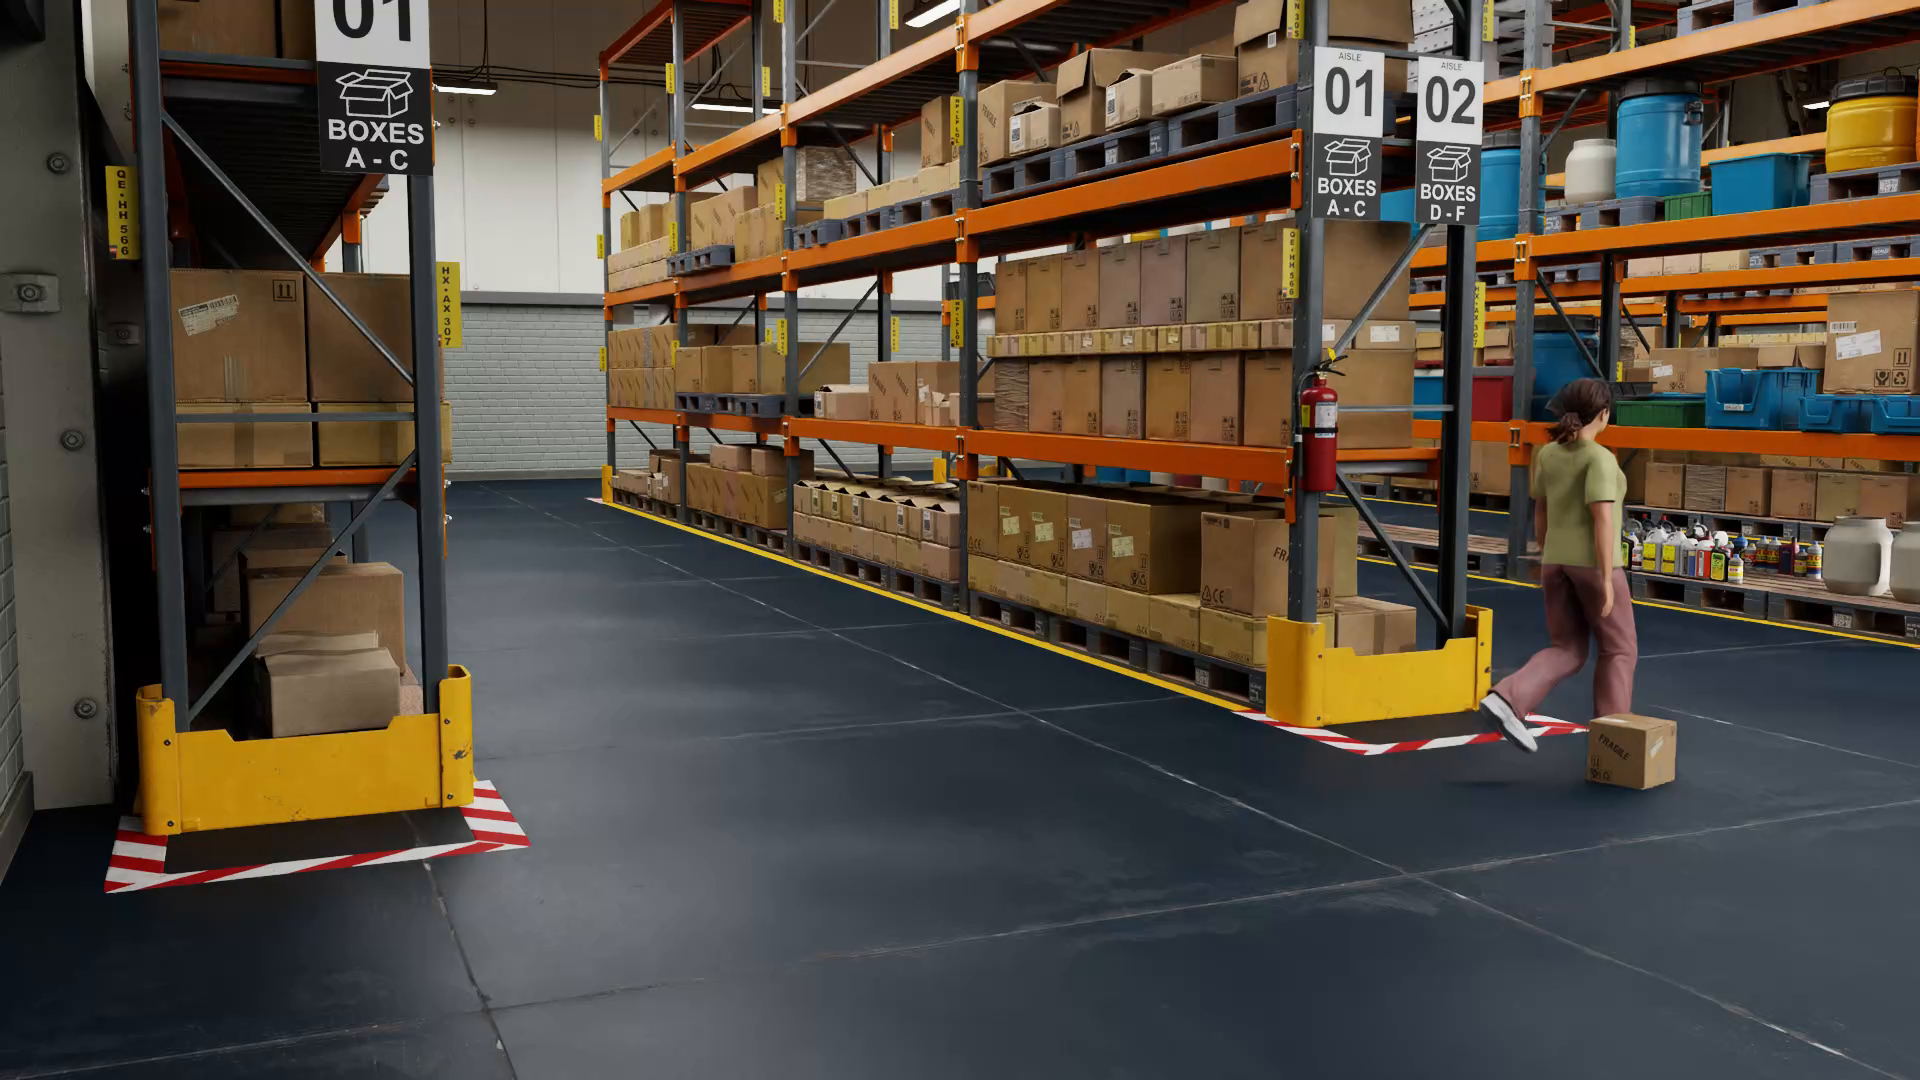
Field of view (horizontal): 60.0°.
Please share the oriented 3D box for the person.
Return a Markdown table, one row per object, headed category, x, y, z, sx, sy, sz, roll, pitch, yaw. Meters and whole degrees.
| category | x | y | z | sx | sy | sz | roll | pitch | yaw |
| --- | --- | --- | --- | --- | --- | --- | --- | --- | --- |
| person | 2.577 | 0.139 | 6.998 | 0.797 | 1.642 | 0.477 | -3 | 6 | -25 |
